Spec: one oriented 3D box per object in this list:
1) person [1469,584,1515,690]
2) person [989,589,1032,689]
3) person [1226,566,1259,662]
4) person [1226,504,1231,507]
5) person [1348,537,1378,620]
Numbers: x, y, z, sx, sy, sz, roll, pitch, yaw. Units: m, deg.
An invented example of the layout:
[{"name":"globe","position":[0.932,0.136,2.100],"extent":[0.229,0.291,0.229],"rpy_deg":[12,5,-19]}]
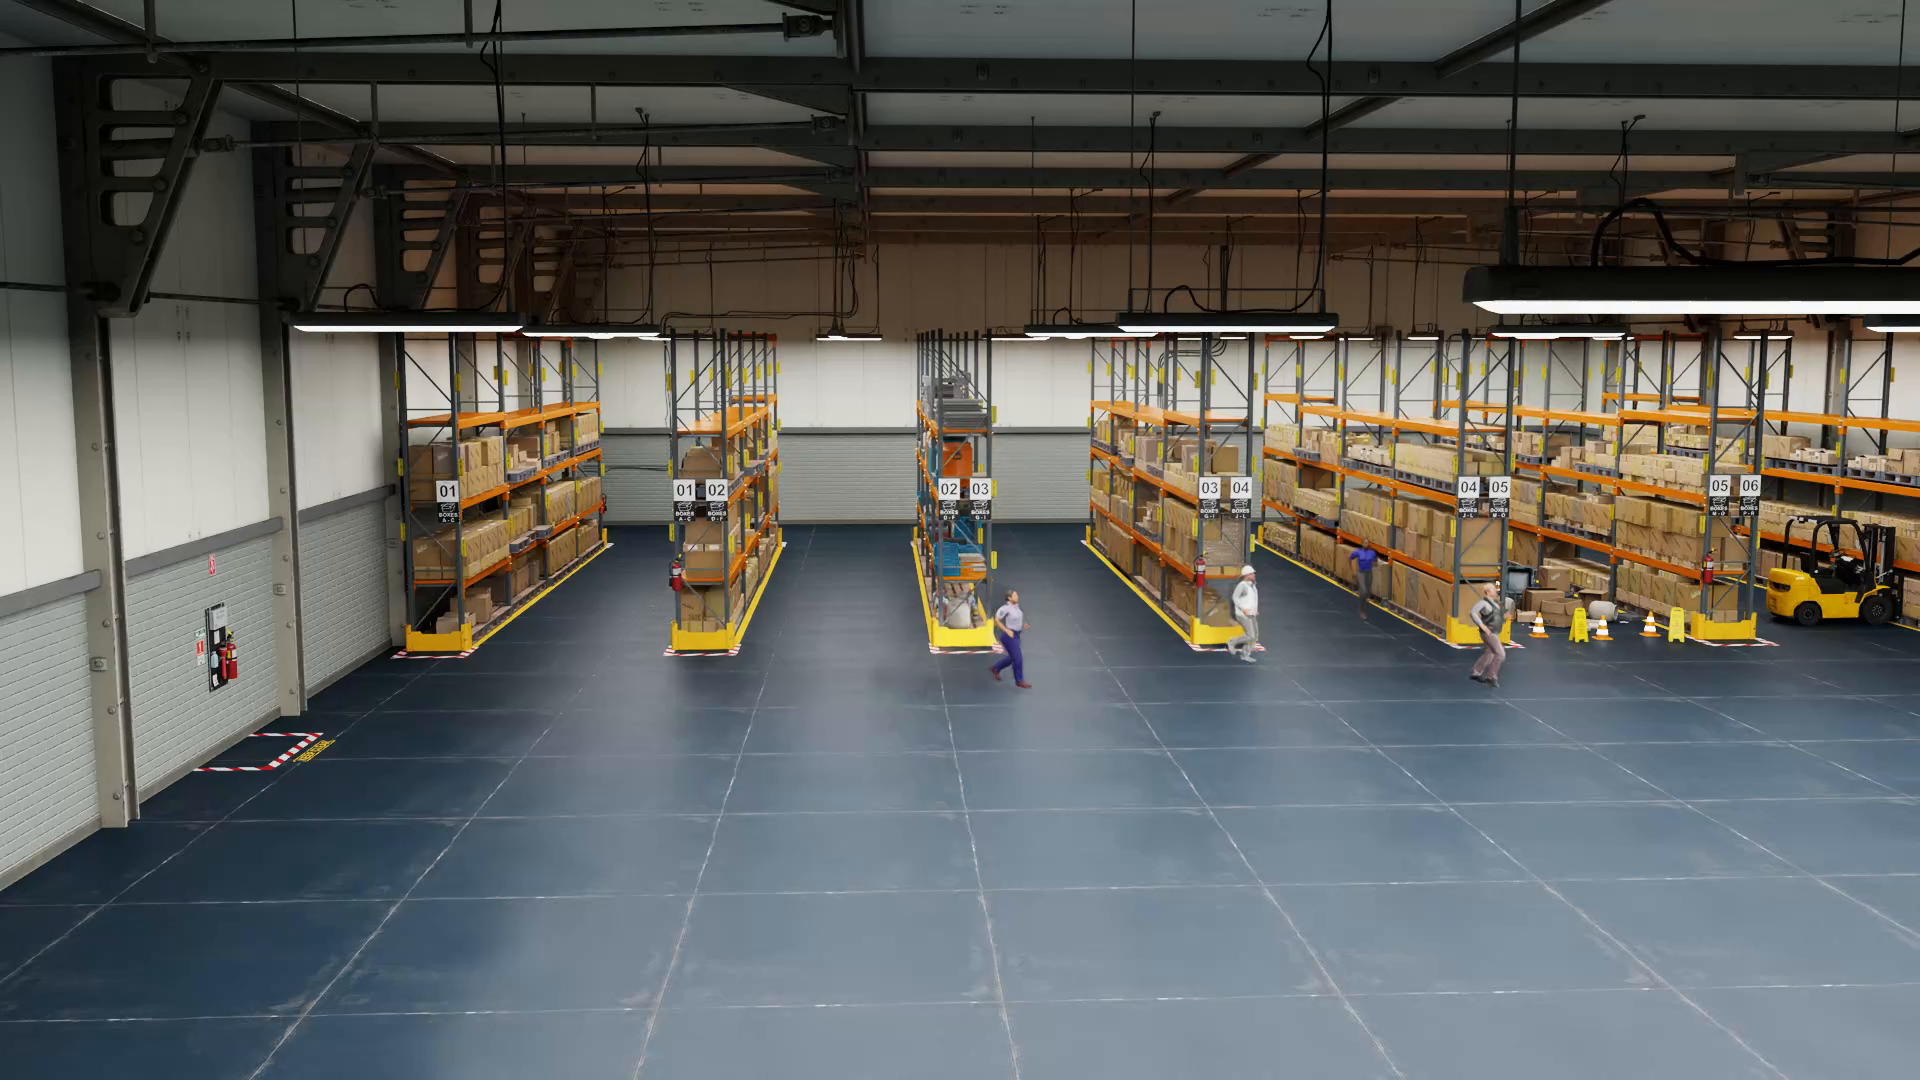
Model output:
[{"name":"person","position":[8.864,1.611,27.762],"extent":[0.715,1.773,0.637],"rpy_deg":[4,8,33]},{"name":"person","position":[0.834,1.643,27.790],"extent":[0.807,1.630,0.611],"rpy_deg":[3,7,22]},{"name":"person","position":[5.133,1.335,30.087],"extent":[0.545,1.755,0.680],"rpy_deg":[5,8,35]},{"name":"person","position":[7.464,-0.484,45.655],"extent":[0.589,1.714,0.830],"rpy_deg":[0,7,1]},{"name":"person","position":[8.464,0.823,34.837],"extent":[0.546,1.681,0.755],"rpy_deg":[-1,7,-12]}]
